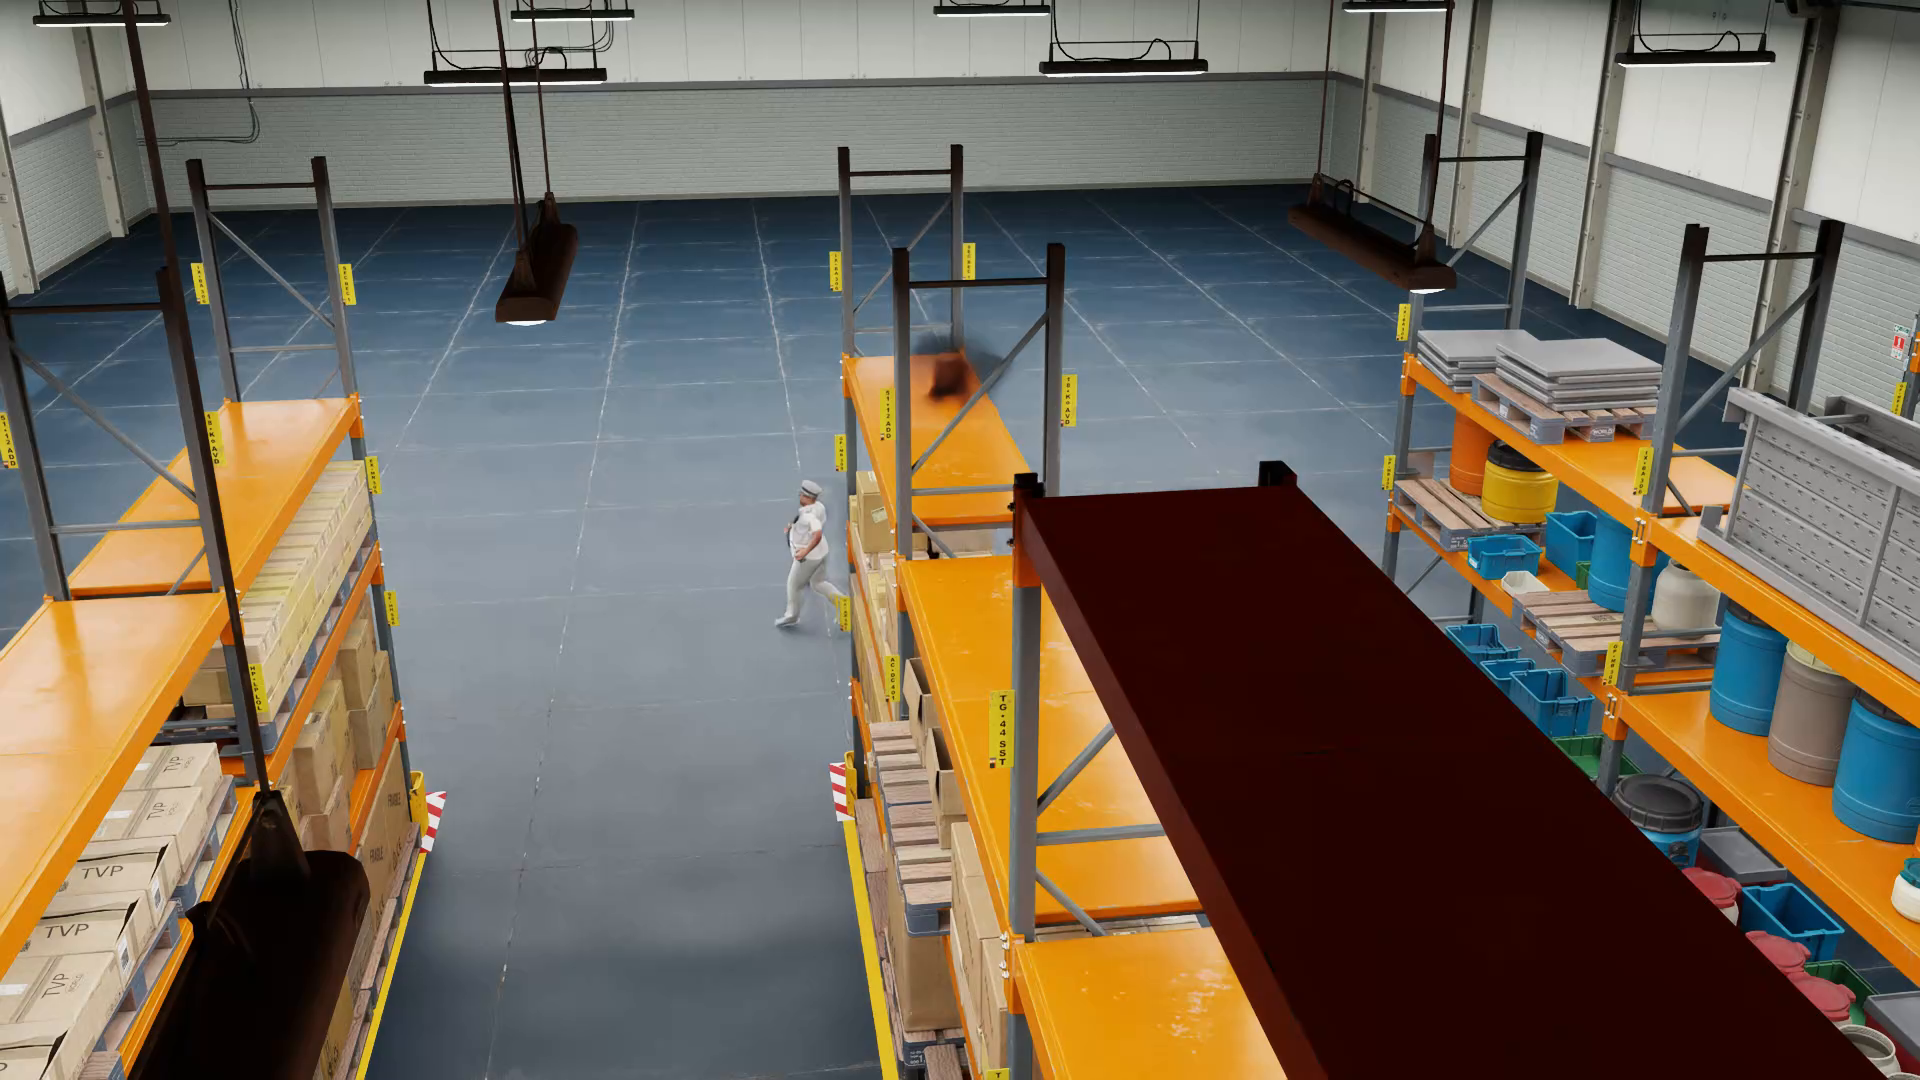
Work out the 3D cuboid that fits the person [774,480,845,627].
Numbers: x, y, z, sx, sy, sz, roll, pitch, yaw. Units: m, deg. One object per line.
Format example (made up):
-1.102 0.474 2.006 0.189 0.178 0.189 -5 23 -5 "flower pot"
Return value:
-1.670 0.182 18.765 0.976 1.792 0.661 7 23 18 "person"
